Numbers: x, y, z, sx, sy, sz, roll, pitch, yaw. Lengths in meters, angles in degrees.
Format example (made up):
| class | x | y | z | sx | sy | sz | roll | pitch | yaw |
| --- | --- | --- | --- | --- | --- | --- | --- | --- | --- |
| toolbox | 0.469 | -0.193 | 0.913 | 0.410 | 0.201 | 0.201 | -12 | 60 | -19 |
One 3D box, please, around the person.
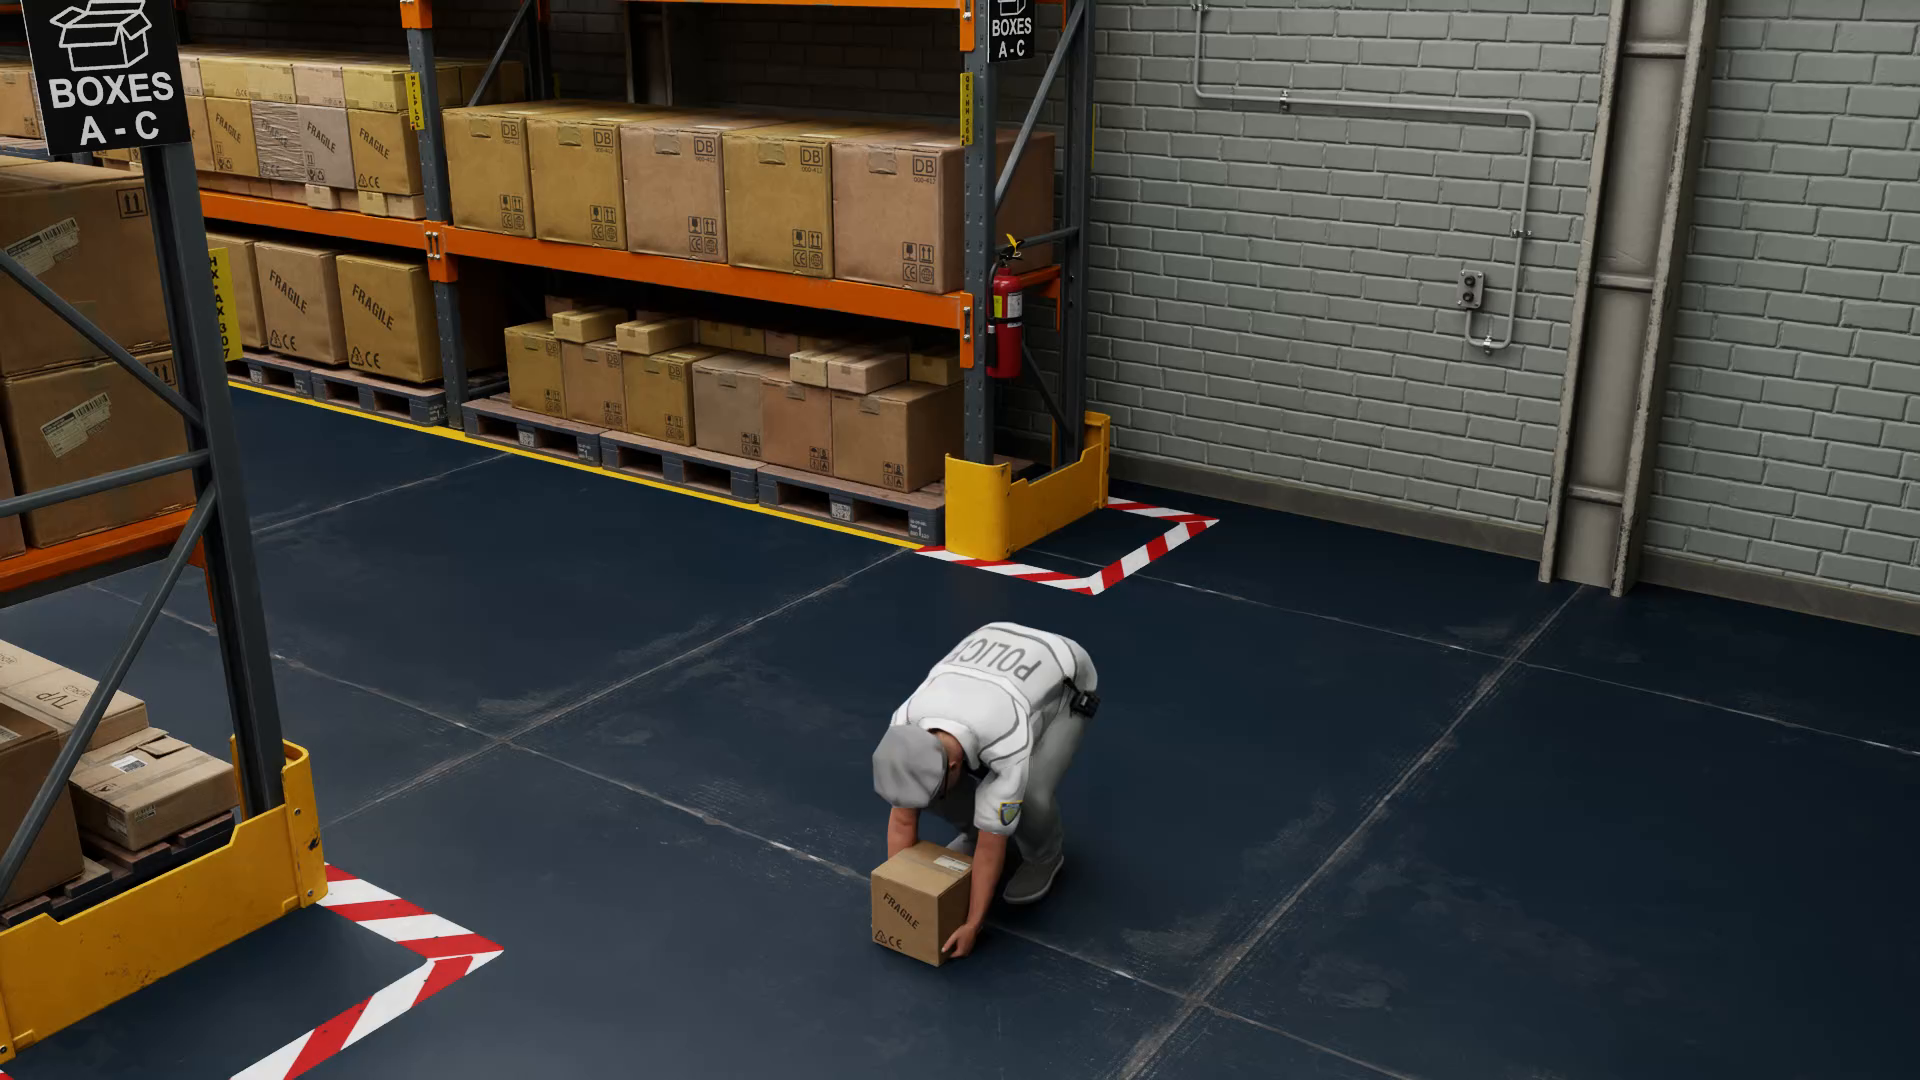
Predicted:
| class | x | y | z | sx | sy | sz | roll | pitch | yaw |
| --- | --- | --- | --- | --- | --- | --- | --- | --- | --- |
| person | 0.065 | 0.765 | 5.298 | 0.524 | 0.865 | 1.031 | 12 | 23 | 30 |
